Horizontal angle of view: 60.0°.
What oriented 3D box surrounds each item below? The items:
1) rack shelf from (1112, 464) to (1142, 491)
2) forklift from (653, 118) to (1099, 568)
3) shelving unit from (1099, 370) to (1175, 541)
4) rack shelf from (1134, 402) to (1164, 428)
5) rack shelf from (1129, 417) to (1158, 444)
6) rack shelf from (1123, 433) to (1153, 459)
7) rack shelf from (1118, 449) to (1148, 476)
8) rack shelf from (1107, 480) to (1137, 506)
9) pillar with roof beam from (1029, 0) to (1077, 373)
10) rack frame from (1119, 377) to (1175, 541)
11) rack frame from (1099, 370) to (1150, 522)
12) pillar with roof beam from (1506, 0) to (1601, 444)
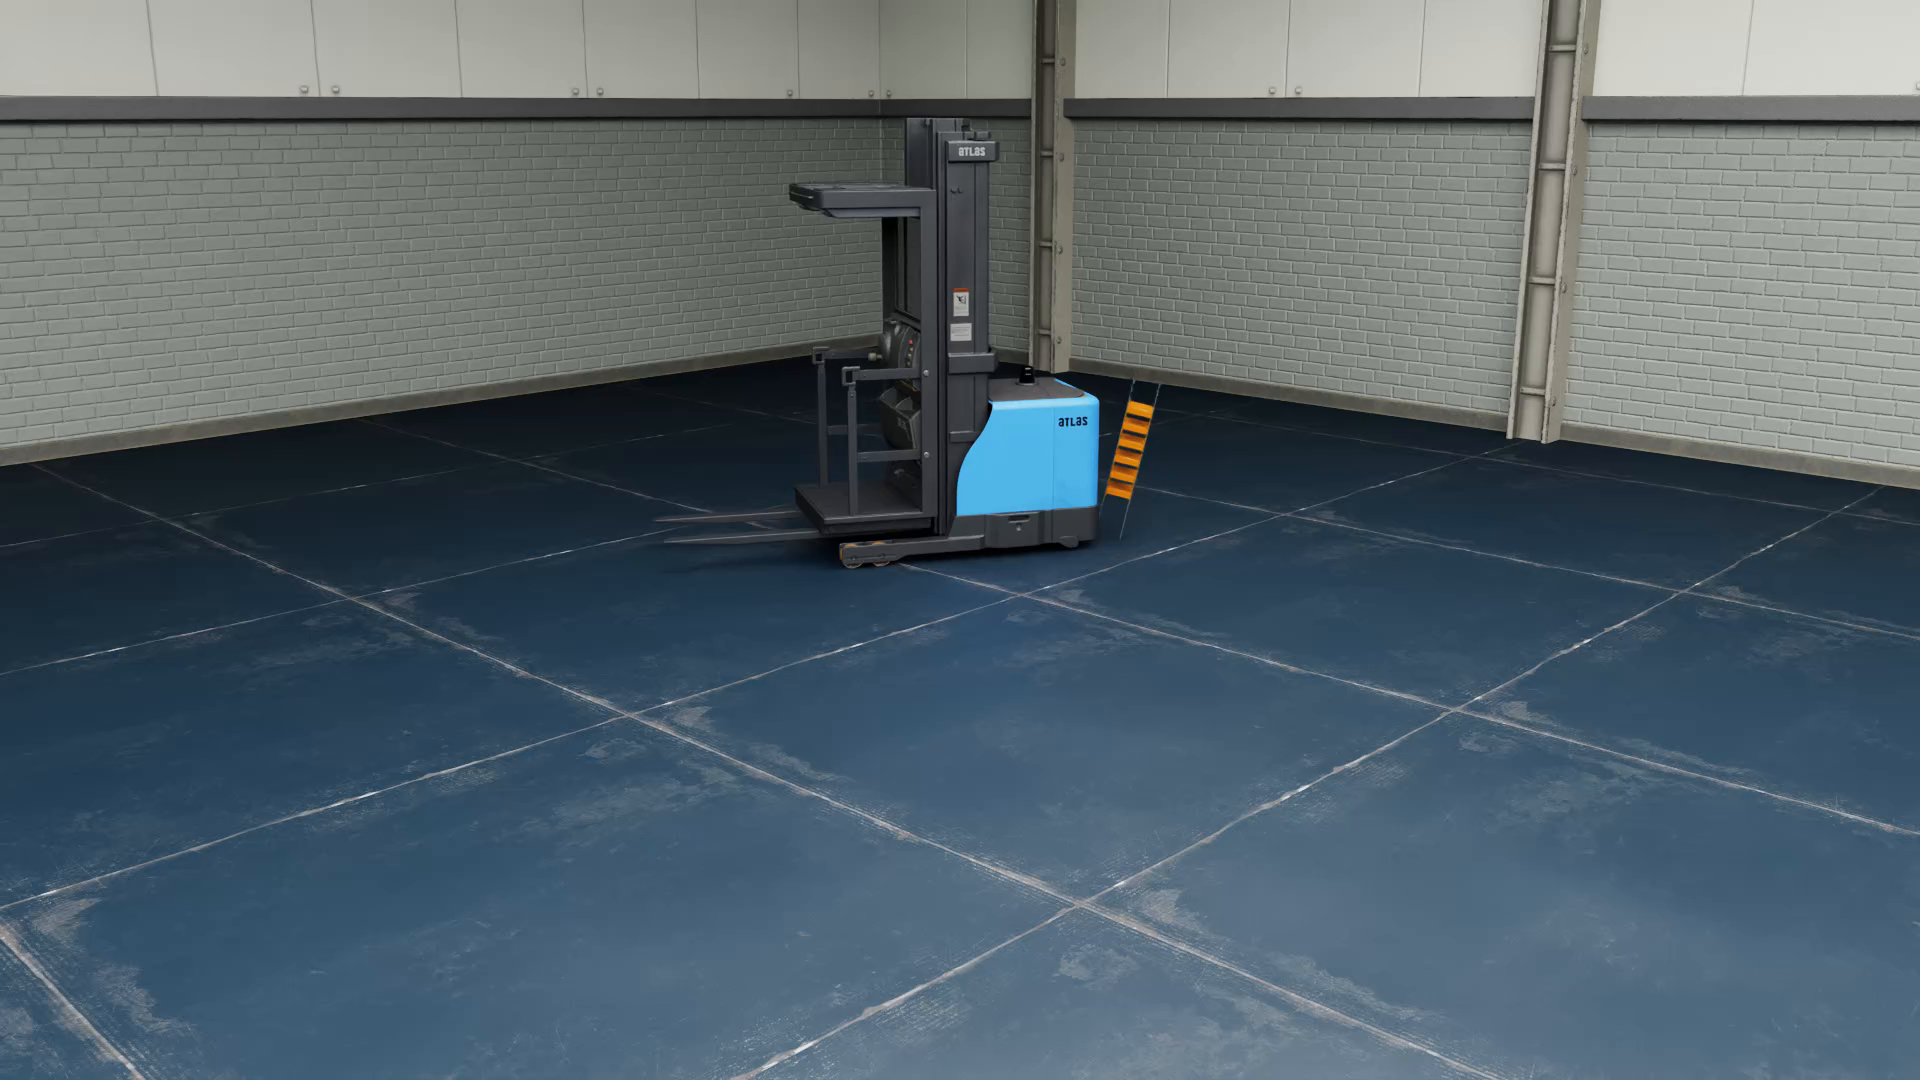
[{"bbox_3d":[1.198,-0.451,11.894,0.180,0.103,0.258,19,17,3],"label":"rack shelf"},{"bbox_3d":[-0.598,-1.375,11.395,3.031,2.935,1.130,-4,15,-16],"label":"forklift"},{"bbox_3d":[1.246,-0.601,11.847,0.189,1.200,0.258,19,17,3],"label":"shelving unit"},{"bbox_3d":[1.337,-0.890,11.757,0.180,0.103,0.258,19,17,3],"label":"rack shelf"},{"bbox_3d":[1.302,-0.780,11.791,0.180,0.103,0.258,19,17,3],"label":"rack shelf"},{"bbox_3d":[1.267,-0.670,11.826,0.180,0.103,0.258,19,17,3],"label":"rack shelf"},{"bbox_3d":[1.233,-0.561,11.860,0.180,0.103,0.258,19,17,3],"label":"rack shelf"},{"bbox_3d":[1.164,-0.341,11.928,0.180,0.103,0.258,19,17,3],"label":"rack shelf"},{"bbox_3d":[-1.933,-5.576,15.483,0.400,9.000,9.100,14,20,42],"label":"pillar with roof beam"},{"bbox_3d":[1.332,-0.572,11.842,0.006,1.200,0.240,19,17,3],"label":"rack frame"},{"bbox_3d":[1.159,-0.630,11.852,0.006,1.200,0.240,19,17,3],"label":"rack frame"},{"bbox_3d":[2.386,-4.525,11.453,0.400,9.000,9.100,14,20,42],"label":"pillar with roof beam"}]
